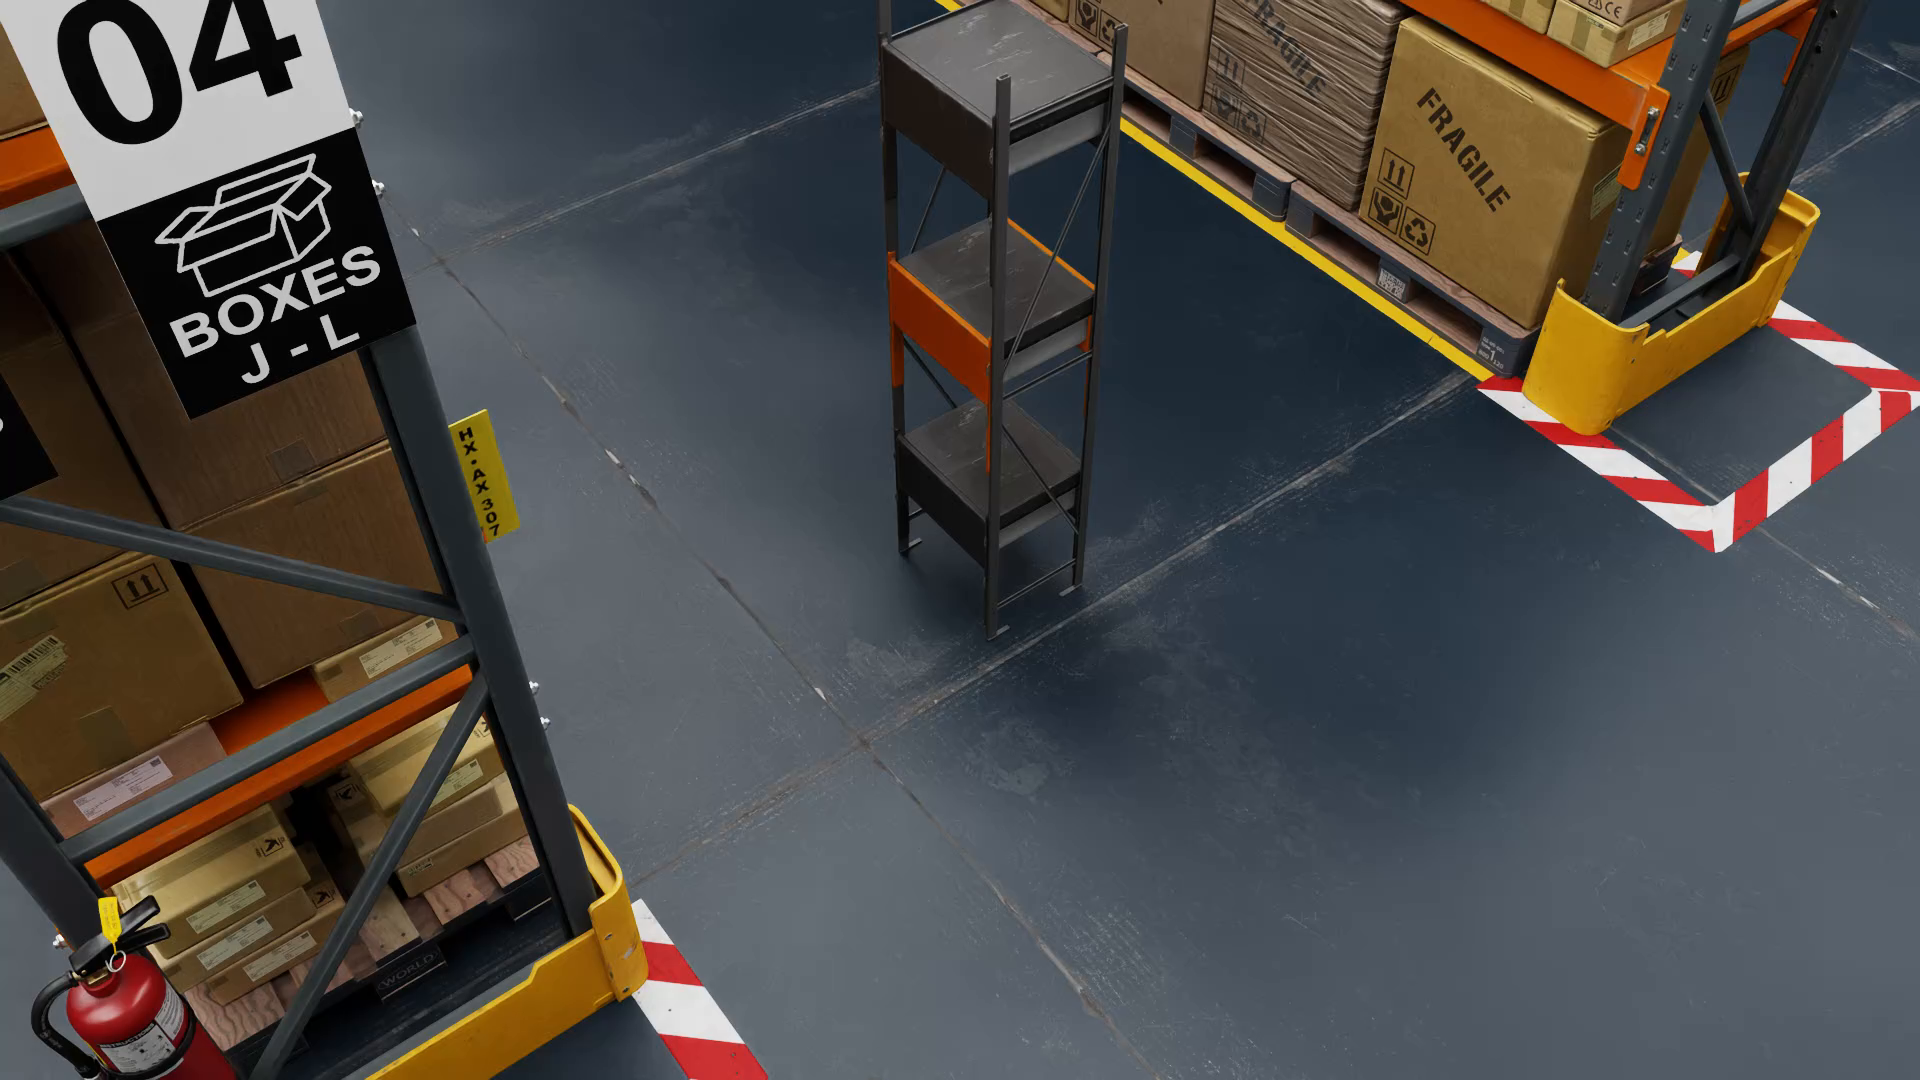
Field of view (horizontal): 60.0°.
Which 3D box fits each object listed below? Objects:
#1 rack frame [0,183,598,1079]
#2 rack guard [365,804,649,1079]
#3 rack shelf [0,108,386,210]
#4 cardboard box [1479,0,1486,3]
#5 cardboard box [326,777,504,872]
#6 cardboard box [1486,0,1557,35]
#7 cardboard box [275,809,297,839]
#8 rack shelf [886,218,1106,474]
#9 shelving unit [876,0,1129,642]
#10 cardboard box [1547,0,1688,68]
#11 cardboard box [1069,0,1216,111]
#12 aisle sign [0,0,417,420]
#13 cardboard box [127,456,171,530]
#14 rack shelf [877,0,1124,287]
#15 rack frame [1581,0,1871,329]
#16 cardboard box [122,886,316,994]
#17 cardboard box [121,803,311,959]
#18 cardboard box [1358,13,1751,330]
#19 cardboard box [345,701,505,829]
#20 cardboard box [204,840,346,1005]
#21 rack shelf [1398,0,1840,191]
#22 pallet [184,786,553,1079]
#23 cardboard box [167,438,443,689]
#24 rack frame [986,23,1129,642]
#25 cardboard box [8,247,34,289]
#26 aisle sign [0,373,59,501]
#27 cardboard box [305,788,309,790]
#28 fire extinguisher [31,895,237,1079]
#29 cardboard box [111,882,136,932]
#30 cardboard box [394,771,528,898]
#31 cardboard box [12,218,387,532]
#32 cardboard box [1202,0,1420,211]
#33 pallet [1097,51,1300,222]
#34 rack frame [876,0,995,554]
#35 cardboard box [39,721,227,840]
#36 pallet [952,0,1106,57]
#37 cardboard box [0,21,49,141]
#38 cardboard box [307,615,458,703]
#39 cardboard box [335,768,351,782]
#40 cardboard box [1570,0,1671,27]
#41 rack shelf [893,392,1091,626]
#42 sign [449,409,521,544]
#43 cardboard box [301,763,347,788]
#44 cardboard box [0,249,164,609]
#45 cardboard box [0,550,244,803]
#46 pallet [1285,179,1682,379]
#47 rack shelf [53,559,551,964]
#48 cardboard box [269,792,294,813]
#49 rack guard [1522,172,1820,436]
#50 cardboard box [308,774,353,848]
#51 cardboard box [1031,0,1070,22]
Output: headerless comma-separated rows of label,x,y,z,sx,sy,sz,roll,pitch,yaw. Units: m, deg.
rack frame,-1.367,0.419,3.346,1.000,3.000,0.127,-29,54,-24
rack guard,-1.413,1.213,4.313,1.175,0.500,0.348,-29,54,-24
rack shelf,-2.578,-1.527,3.570,1.077,0.370,4.000,-29,54,-24
cardboard box,1.853,-2.026,5.732,0.380,0.149,0.250,-29,54,-24
cardboard box,-1.480,0.711,4.521,0.380,0.149,0.250,-27,53,-23
cardboard box,2.005,-1.877,5.597,0.380,0.149,0.250,-29,54,-24
cardboard box,-2.029,0.774,4.464,0.380,0.149,0.250,-31,55,-25
rack shelf,0.100,-0.598,4.894,0.431,0.518,0.480,-29,54,-24
shelving unit,0.100,-0.608,4.884,0.431,2.100,0.503,-29,54,-24
cardboard box,2.164,-1.725,5.458,0.380,0.149,0.250,-28,54,-23
cardboard box,1.101,-2.577,7.212,0.875,0.875,0.875,-29,54,-24
aisle sign,-1.084,-0.546,2.466,0.394,0.787,0.004,-29,54,-24
cardboard box,-1.763,-0.408,3.827,0.500,0.500,0.500,-29,54,-24
rack shelf,0.100,-1.069,4.375,0.431,0.518,0.480,-29,54,-24
rack frame,2.642,-1.747,5.309,1.000,3.000,0.127,-29,54,-24
cardboard box,-1.914,0.952,4.302,0.380,0.149,0.250,-31,55,-25
cardboard box,-1.889,0.837,4.206,0.380,0.149,0.250,-29,54,-24
cardboard box,2.190,-1.516,6.250,0.875,0.875,0.875,-29,54,-24
cardboard box,-1.414,0.574,4.444,0.380,0.149,0.250,-32,55,-26
cardboard box,-1.852,1.018,4.443,0.380,0.149,0.250,-29,54,-23
rack shelf,1.431,-2.684,6.645,1.077,0.370,4.000,-29,54,-24
pallet,-1.877,0.815,4.868,1.003,0.211,1.213,-29,54,-24
cardboard box,-1.419,-0.104,3.551,0.500,0.500,0.500,-27,53,-22
rack frame,0.248,-0.464,4.753,0.400,2.100,0.015,-29,54,-24
cardboard box,-1.738,-0.729,3.443,0.500,0.500,0.500,-28,54,-23
aisle sign,-1.562,-0.277,2.222,0.394,0.787,0.004,-29,54,-24
cardboard box,-1.809,0.522,4.893,0.380,0.149,0.250,-29,54,-24
fire extinguisher,-1.582,0.925,3.190,0.296,0.674,0.183,-29,54,-24
cardboard box,-2.088,0.912,4.539,0.380,0.149,0.250,-28,54,-23
cardboard box,-1.429,0.783,4.657,0.380,0.149,0.250,-28,54,-23
cardboard box,-1.428,-0.435,3.176,0.500,0.500,0.500,-30,54,-24
cardboard box,1.639,-2.052,6.737,0.875,0.875,0.875,-29,54,-24
pallet,1.361,-1.965,7.389,1.003,0.211,1.213,-29,54,-24
rack frame,-0.048,-0.752,5.014,0.400,2.100,0.015,-29,54,-24
cardboard box,-1.789,0.437,3.498,0.380,0.149,0.250,-29,54,-24
pallet,0.618,-2.685,8.042,1.003,0.211,1.213,-29,54,-24
cardboard box,-1.435,-0.918,2.634,0.500,0.250,0.500,-28,53,-23
cardboard box,-1.302,0.165,3.745,0.380,0.149,0.250,-30,54,-24
cardboard box,-1.601,0.524,4.690,0.380,0.149,0.250,-30,54,-24
cardboard box,2.137,-1.963,5.405,0.500,0.250,0.500,-30,55,-25
rack shelf,0.100,-0.128,5.412,0.431,0.518,0.480,-29,54,-24
sign,-0.935,-0.116,3.246,0.100,0.325,0.005,-29,54,-24
cardboard box,-1.676,0.465,4.543,0.380,0.149,0.250,-28,54,-23
cardboard box,-1.842,-0.209,2.972,0.500,0.500,0.500,-30,55,-25
cardboard box,-1.844,0.136,3.334,0.500,0.500,0.500,-28,54,-23
pallet,2.095,-1.247,6.738,1.003,0.211,1.213,-29,54,-24
rack shelf,-2.578,-0.519,4.681,1.077,0.370,4.000,-29,54,-24
cardboard box,-1.996,0.663,4.364,0.380,0.149,0.250,-28,54,-23
rack guard,2.656,-0.893,6.222,1.175,0.500,0.348,-29,54,-24
cardboard box,-1.653,0.665,4.763,0.380,0.149,0.250,-30,54,-24
cardboard box,0.556,-3.108,7.693,0.875,0.875,0.875,-29,54,-24
